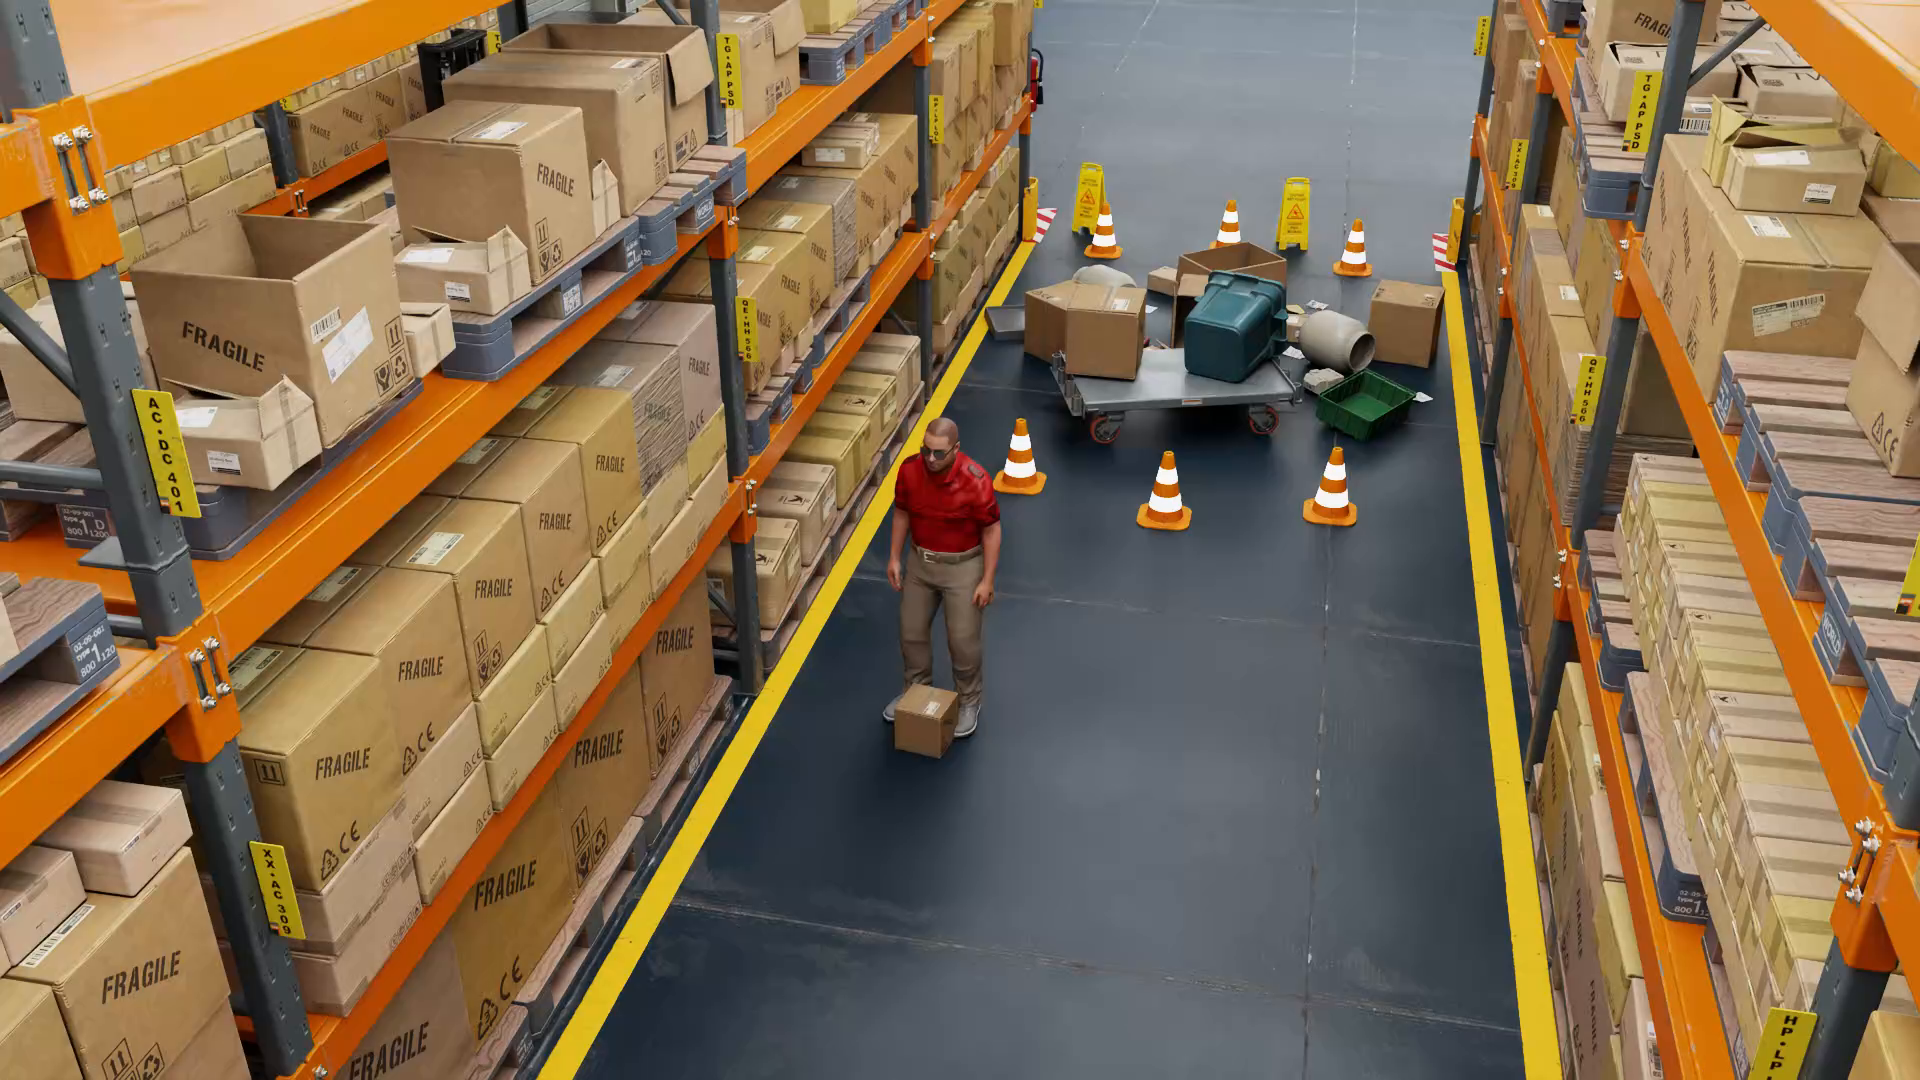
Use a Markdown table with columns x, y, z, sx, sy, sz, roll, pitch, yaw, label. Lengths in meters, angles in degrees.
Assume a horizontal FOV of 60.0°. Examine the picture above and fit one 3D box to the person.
| x | y | z | sx | sy | sz | roll | pitch | yaw | label |
| --- | --- | --- | --- | --- | --- | --- | --- | --- | --- |
| -0.085 | 0.160 | 8.341 | 0.585 | 1.727 | 0.393 | 12 | 31 | 21 | person |
